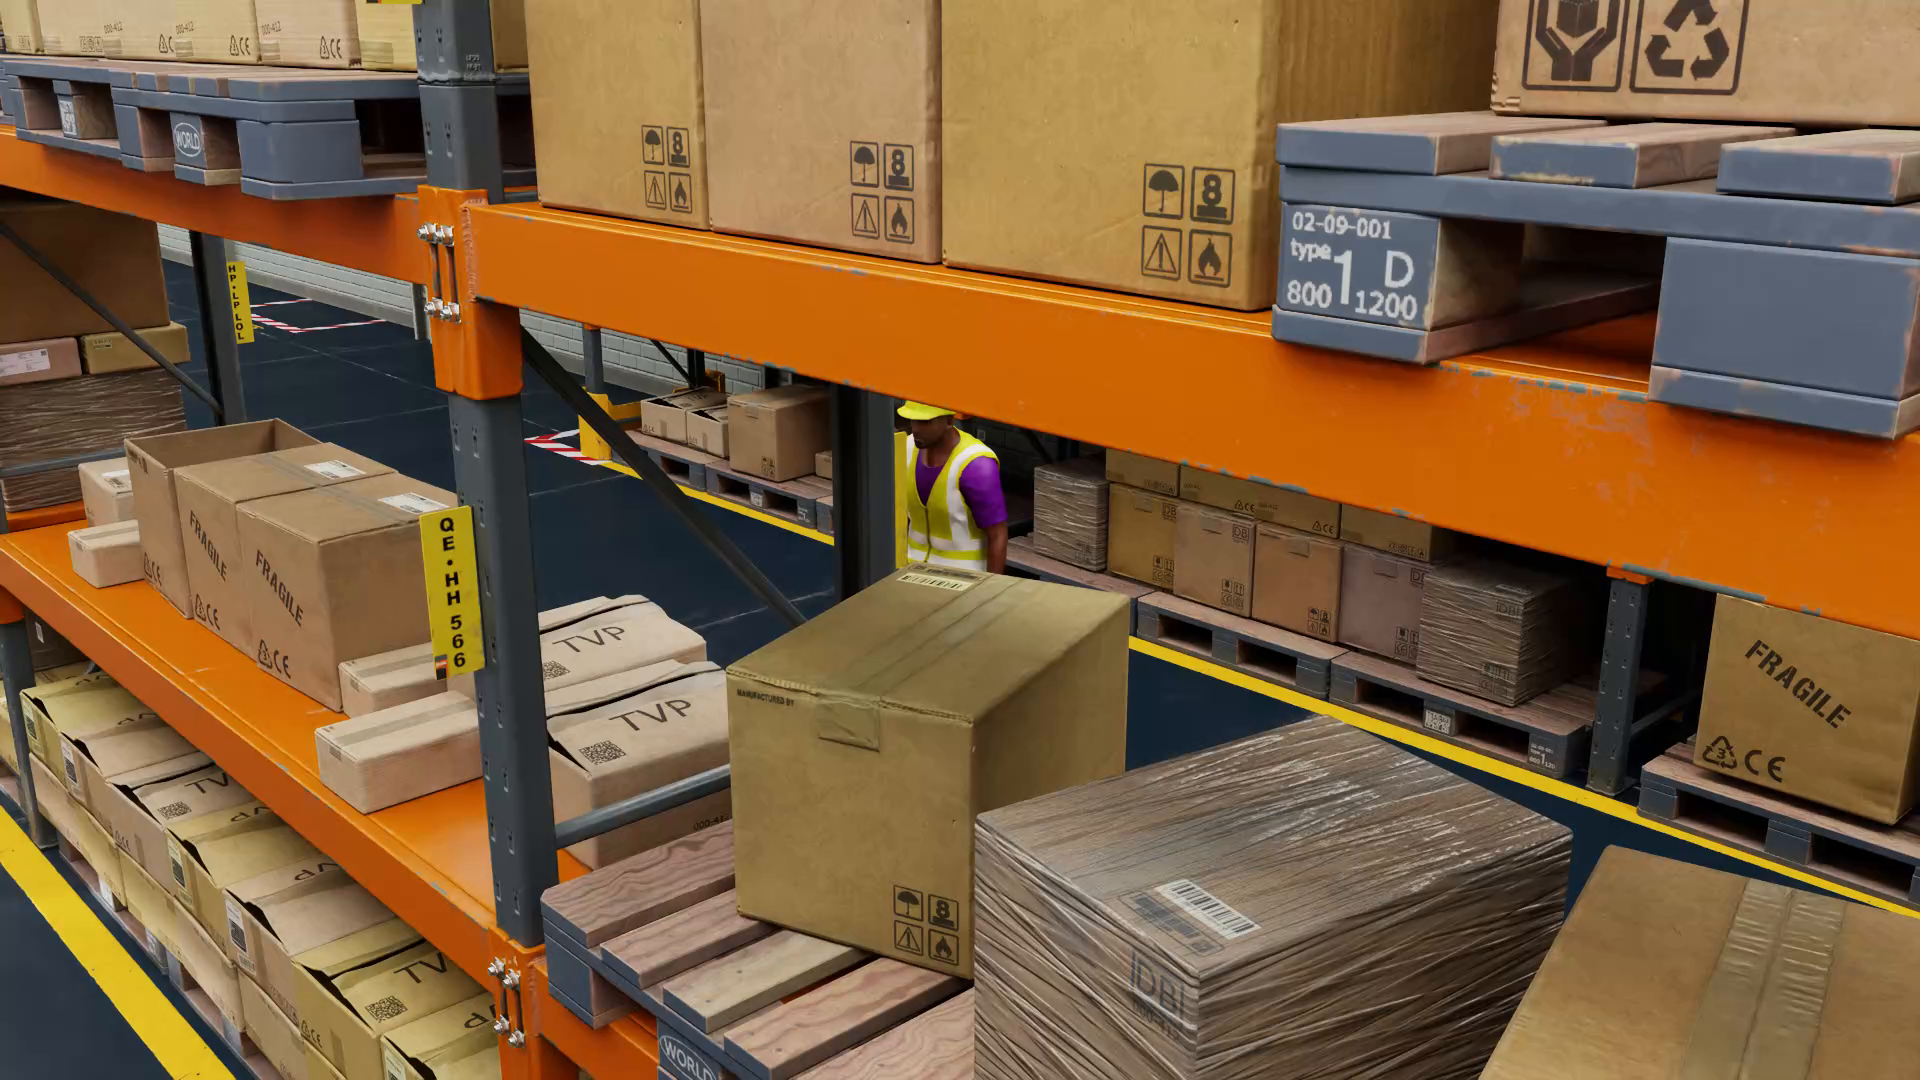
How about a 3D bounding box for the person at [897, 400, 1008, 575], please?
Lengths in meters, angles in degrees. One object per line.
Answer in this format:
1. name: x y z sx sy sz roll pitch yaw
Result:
1. person: -0.084 0.160 6.999 0.634 1.760 0.458 16 23 41
